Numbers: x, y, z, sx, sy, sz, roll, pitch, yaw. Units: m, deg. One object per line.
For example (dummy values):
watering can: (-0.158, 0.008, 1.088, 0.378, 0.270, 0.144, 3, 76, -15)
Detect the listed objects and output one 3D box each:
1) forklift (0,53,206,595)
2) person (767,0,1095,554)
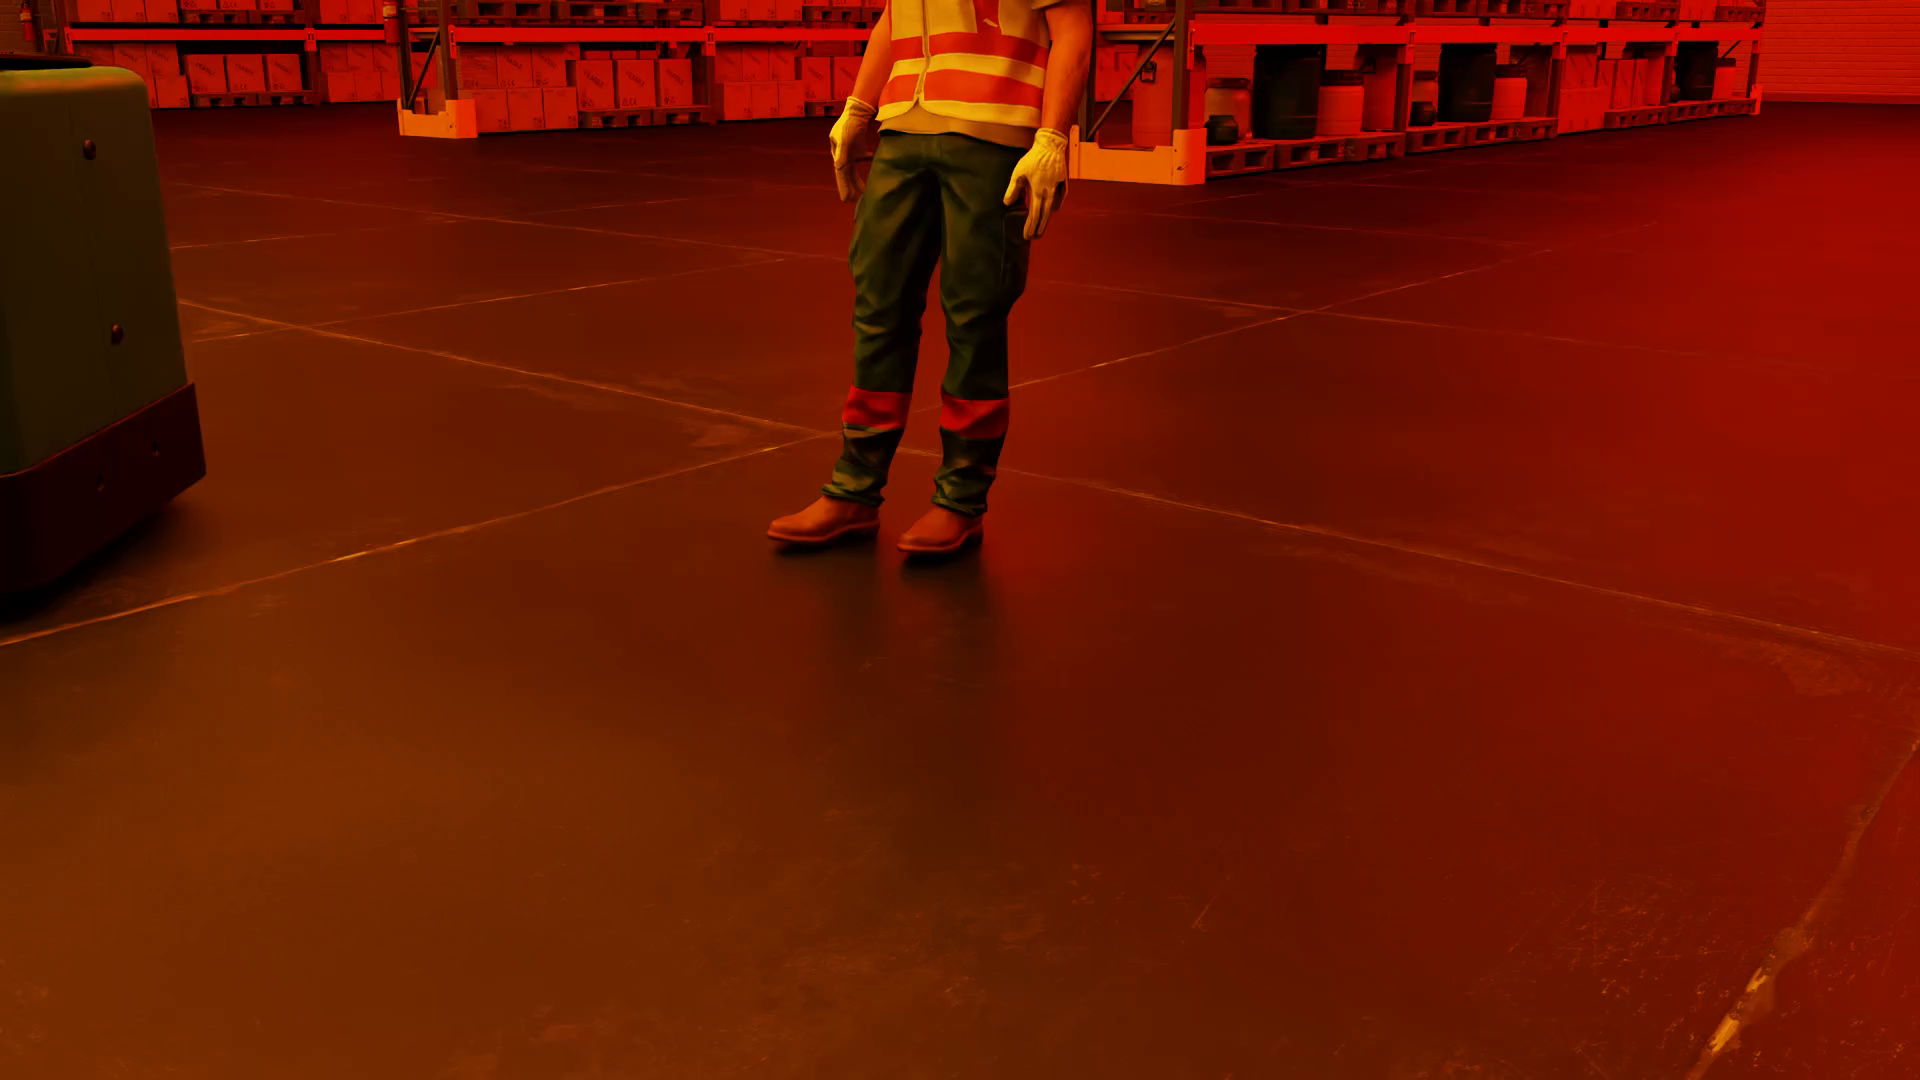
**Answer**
forklift: (-3.403, -1.343, 3.322, 3.031, 2.935, 1.130, -1, 17, -4)
person: (-0.060, -0.847, 3.628, 0.638, 1.787, 0.564, 13, 21, 37)
